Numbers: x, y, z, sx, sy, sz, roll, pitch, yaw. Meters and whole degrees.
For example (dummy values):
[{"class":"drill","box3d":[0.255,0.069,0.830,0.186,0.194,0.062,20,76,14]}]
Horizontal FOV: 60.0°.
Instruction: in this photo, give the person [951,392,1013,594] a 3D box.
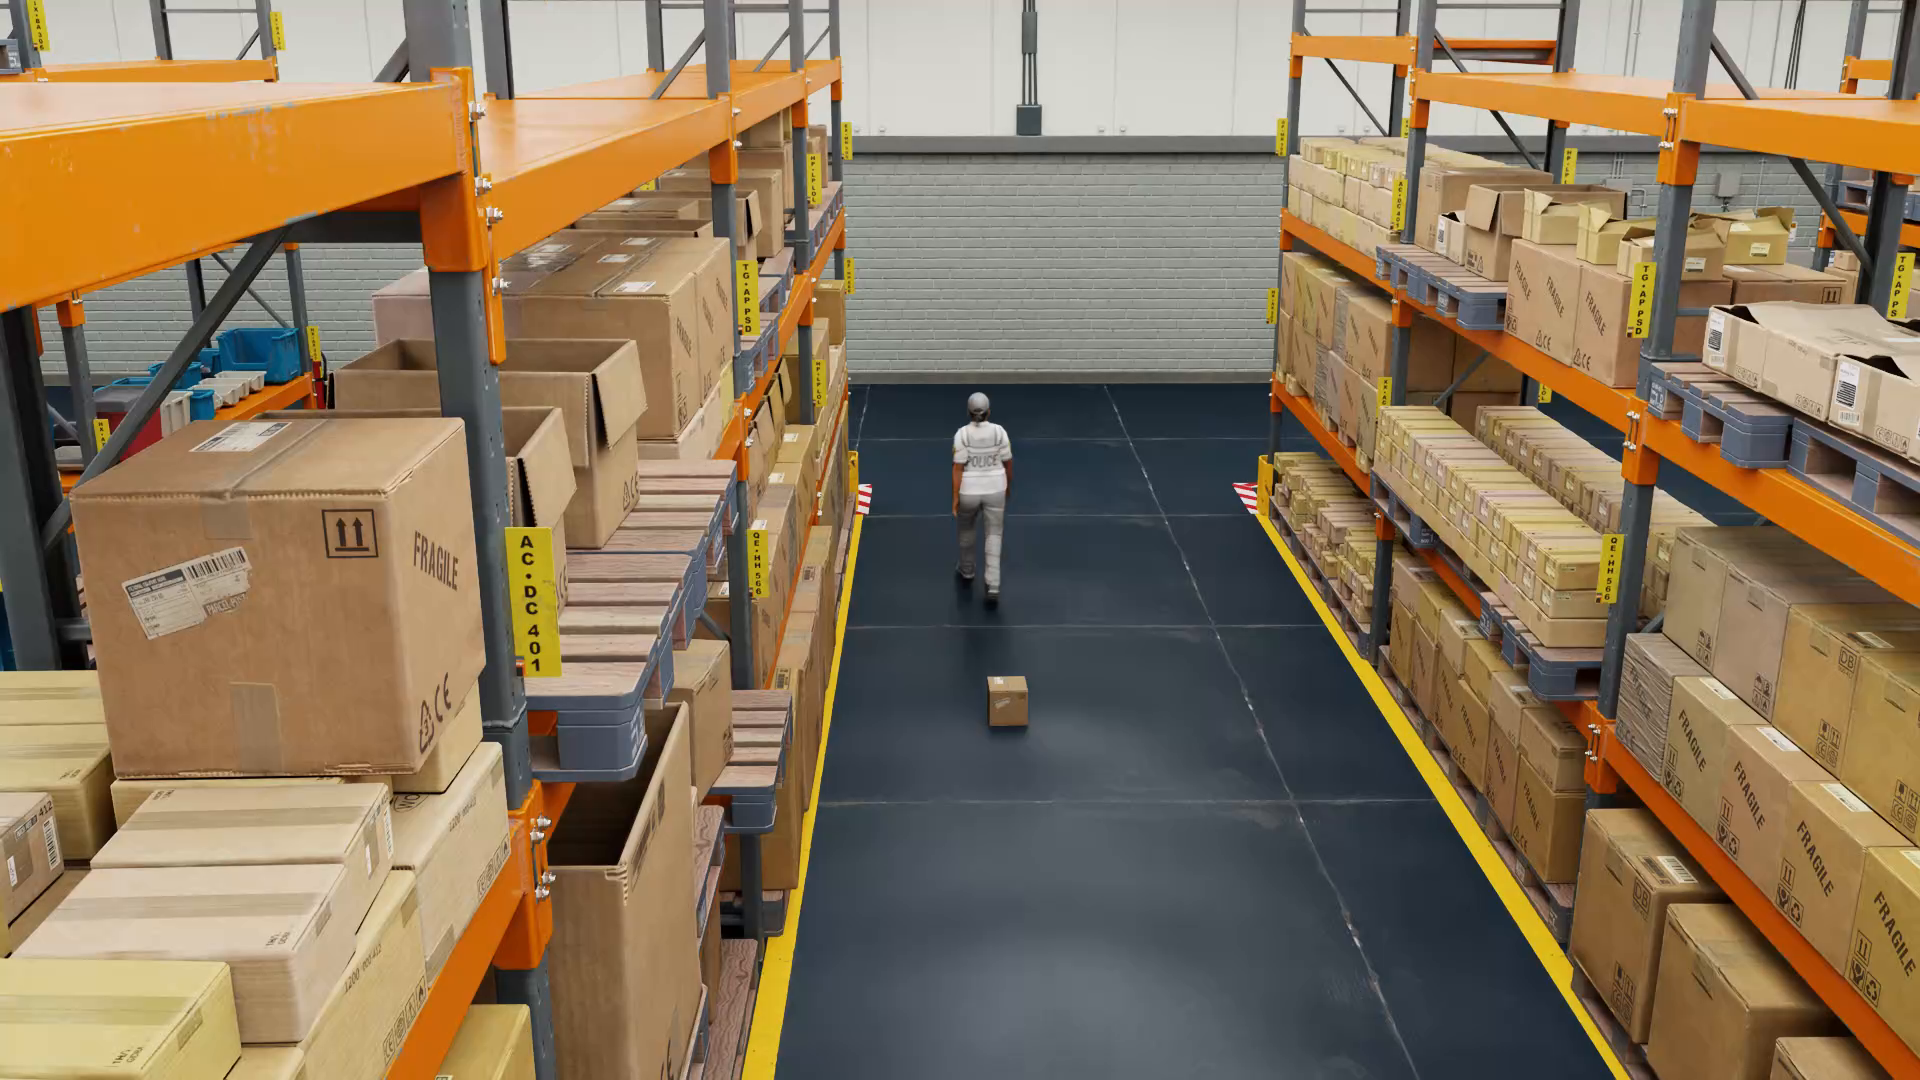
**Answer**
[{"class":"person","box3d":[0.174,-0.395,13.307,0.497,1.613,0.989,-1,17,-3]}]
